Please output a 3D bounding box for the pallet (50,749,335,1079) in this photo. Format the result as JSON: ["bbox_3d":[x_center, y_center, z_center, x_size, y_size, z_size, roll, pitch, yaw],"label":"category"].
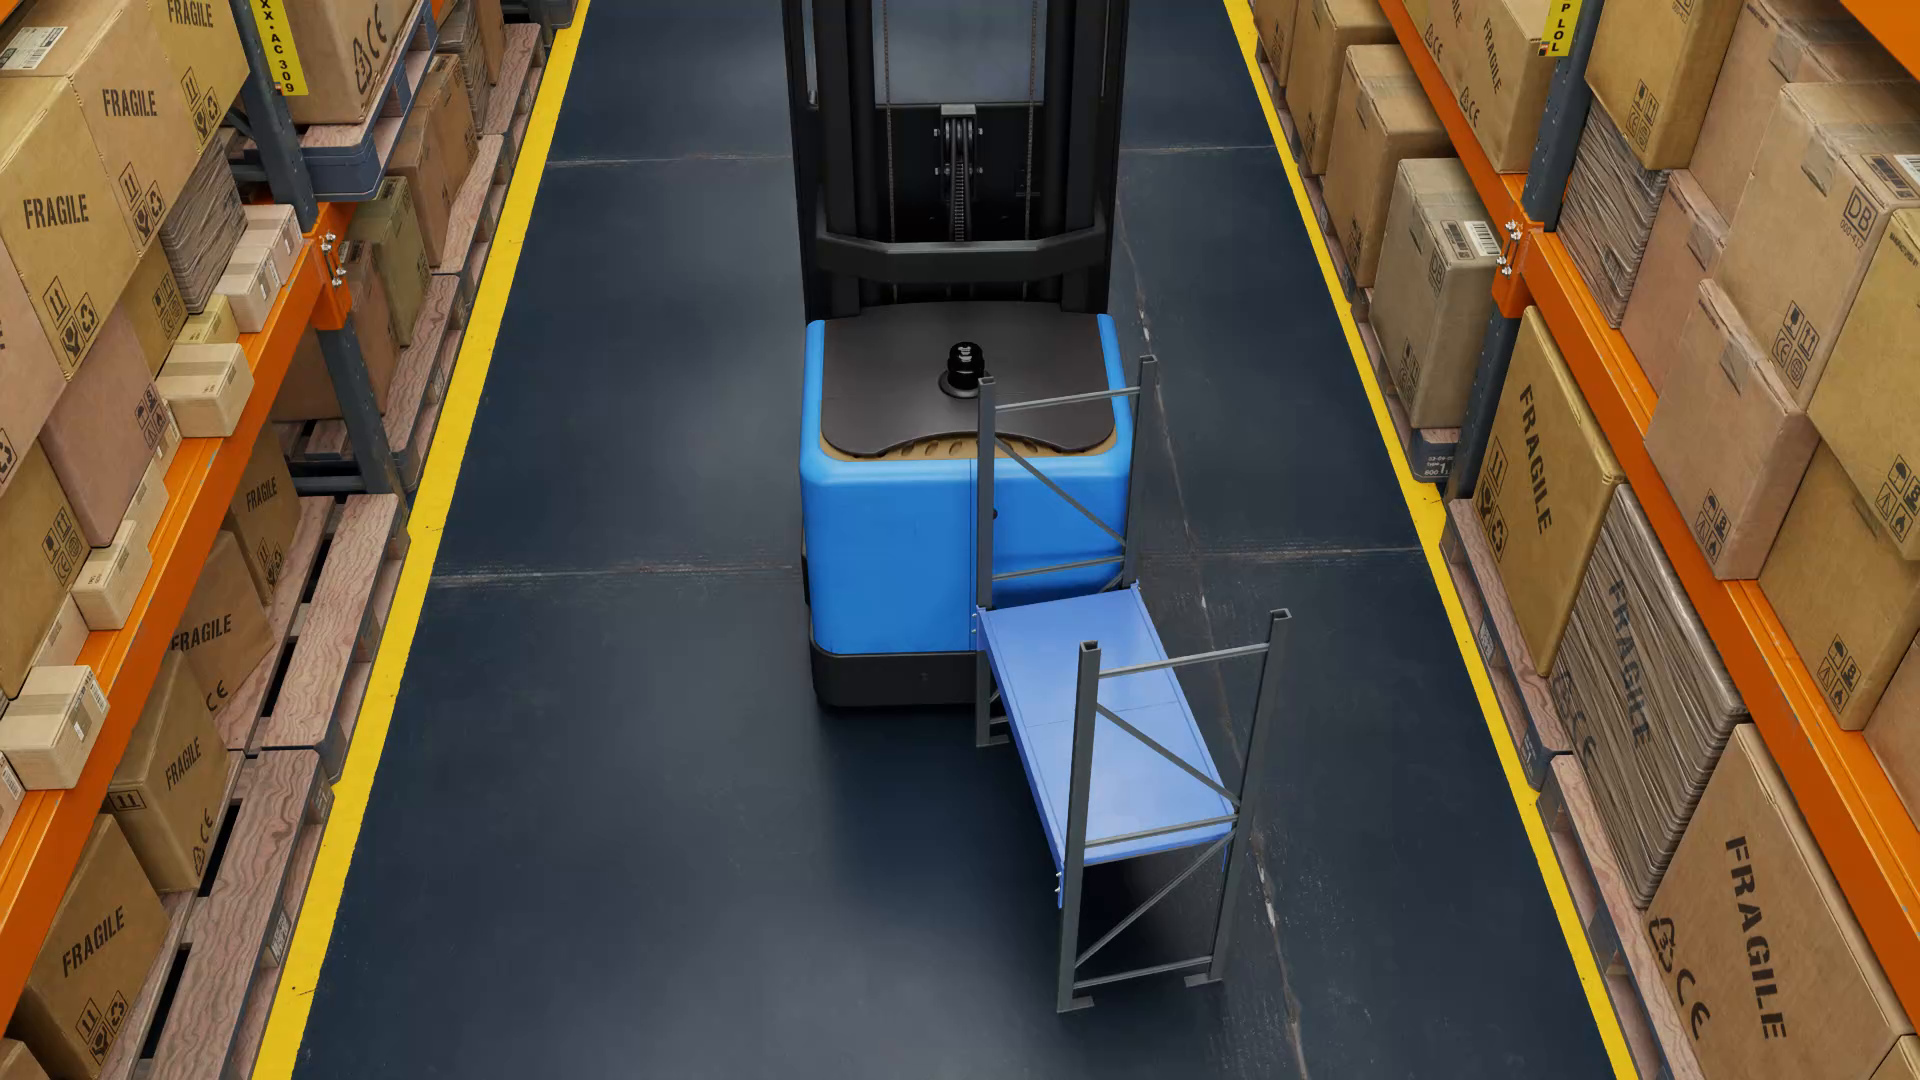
[{"bbox_3d":[-2.482,1.153,4.835,1.003,0.211,1.213,-2,43,-2],"label":"pallet"}]

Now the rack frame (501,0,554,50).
[{"bbox_3d":[-2.771,-3.853,8.234,1.000,3.000,0.127,-2,43,-2],"label":"rack frame"}]

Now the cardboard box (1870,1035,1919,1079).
[{"bbox_3d":[2.434,1.646,3.496,0.875,0.875,0.875,-1,43,-2],"label":"cardboard box"}]

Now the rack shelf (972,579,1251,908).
[{"bbox_3d":[0.407,0.556,4.800,0.538,0.185,1.000,-9,43,-9],"label":"rack shelf"}]

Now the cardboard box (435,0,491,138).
[{"bbox_3d":[-2.686,-2.268,8.029,0.700,0.500,0.500,-5,43,-5],"label":"cardboard box"}]

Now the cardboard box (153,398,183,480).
[{"bbox_3d":[-2.345,-0.246,4.484,0.380,0.149,0.250,-2,43,-2],"label":"cardboard box"}]

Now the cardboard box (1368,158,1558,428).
[{"bbox_3d":[2.243,-0.969,6.441,1.050,0.750,0.750,-2,43,-2],"label":"cardboard box"}]

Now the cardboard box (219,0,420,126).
[{"bbox_3d":[-2.495,-2.069,5.532,1.000,1.000,1.000,-1,43,-2],"label":"cardboard box"}]

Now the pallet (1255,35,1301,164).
[{"bbox_3d":[2.147,-2.365,8.674,1.003,0.211,1.213,-2,43,-2],"label":"pallet"}]

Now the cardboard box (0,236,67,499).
[{"bbox_3d":[-2.246,-0.359,3.388,0.500,0.500,0.500,-2,43,-2],"label":"cardboard box"}]

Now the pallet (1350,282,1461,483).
[{"bbox_3d":[2.251,-0.717,6.877,1.003,0.211,1.213,-2,43,-2],"label":"pallet"}]

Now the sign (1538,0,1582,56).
[{"bbox_3d":[1.817,-1.602,4.980,0.100,0.325,0.005,-2,43,-2],"label":"sign"}]

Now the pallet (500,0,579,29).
[{"bbox_3d":[-2.729,-3.359,9.759,1.003,0.211,1.213,-2,43,-2],"label":"pallet"}]

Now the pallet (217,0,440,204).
[{"bbox_3d":[-2.488,-1.602,5.920,1.003,0.211,1.213,-2,43,-2],"label":"pallet"}]

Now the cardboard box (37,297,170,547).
[{"bbox_3d":[-2.535,-0.320,4.085,0.875,0.500,0.500,-2,43,-2],"label":"cardboard box"}]

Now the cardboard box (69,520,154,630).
[{"bbox_3d":[-2.249,0.090,4.118,0.380,0.149,0.250,-2,43,-2],"label":"cardboard box"}]

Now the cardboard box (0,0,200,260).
[{"bbox_3d":[-2.284,-1.034,4.124,0.500,0.500,0.500,-2,43,-2],"label":"cardboard box"}]

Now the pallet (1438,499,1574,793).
[{"bbox_3d":[2.313,0.317,5.748,1.003,0.211,1.213,-2,43,-2],"label":"pallet"}]

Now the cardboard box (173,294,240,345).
[{"bbox_3d":[-2.346,-0.584,4.853,0.380,0.149,0.250,-2,43,-2],"label":"cardboard box"}]

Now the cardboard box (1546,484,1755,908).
[{"bbox_3d":[2.358,0.437,4.815,0.875,0.875,0.875,-1,43,-1],"label":"cardboard box"}]

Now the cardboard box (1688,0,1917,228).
[{"bbox_3d":[2.480,-1.062,4.279,0.875,0.550,0.550,-2,43,-2],"label":"cardboard box"}]

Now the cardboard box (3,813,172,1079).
[{"bbox_3d":[-2.508,1.067,4.406,0.500,0.500,0.500,2,43,2],"label":"cardboard box"}]

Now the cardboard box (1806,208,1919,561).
[{"bbox_3d":[2.396,-0.336,3.486,0.875,0.550,0.500,-2,43,-2],"label":"cardboard box"}]

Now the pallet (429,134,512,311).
[{"bbox_3d":[-2.690,-1.476,7.704,1.003,0.211,1.213,-2,43,-2],"label":"pallet"}]

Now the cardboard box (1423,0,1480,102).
[{"bbox_3d":[2.048,-1.949,6.083,0.500,0.500,0.500,-2,43,-2],"label":"cardboard box"}]

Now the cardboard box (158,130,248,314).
[{"bbox_3d":[-2.643,-0.994,4.820,0.875,0.500,0.500,-2,43,-2],"label":"cardboard box"}]

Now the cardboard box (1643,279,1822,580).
[{"bbox_3d":[2.338,-0.295,4.241,0.875,0.550,0.550,-2,43,-2],"label":"cardboard box"}]

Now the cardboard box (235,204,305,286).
[{"bbox_3d":[-2.298,-0.923,5.223,0.380,0.149,0.250,-2,43,-2],"label":"cardboard box"}]

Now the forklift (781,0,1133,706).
[{"bbox_3d":[-0.024,-1.506,5.724,1.130,2.935,3.031,-1,43,-2],"label":"forklift"}]

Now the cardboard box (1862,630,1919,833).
[{"bbox_3d":[2.524,0.417,3.464,0.875,0.550,0.550,-2,43,-2],"label":"cardboard box"}]

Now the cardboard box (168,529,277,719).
[{"bbox_3d":[-2.592,0.272,5.273,0.500,0.500,0.500,11,44,12],"label":"cardboard box"}]

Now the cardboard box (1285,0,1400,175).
[{"bbox_3d":[2.166,-2.249,7.838,1.050,0.750,0.750,-1,43,-1],"label":"cardboard box"}]

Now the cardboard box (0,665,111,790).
[{"bbox_3d":[-2.172,0.426,3.752,0.380,0.149,0.250,-2,43,-2],"label":"cardboard box"}]

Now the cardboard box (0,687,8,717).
[{"bbox_3d":[-2.546,0.356,3.347,0.875,0.500,0.500,-2,43,-2],"label":"cardboard box"}]

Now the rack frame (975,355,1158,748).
[{"bbox_3d":[0.296,0.088,5.044,0.500,1.500,0.032,-9,43,-9],"label":"rack frame"}]

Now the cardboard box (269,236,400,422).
[{"bbox_3d":[-2.605,-0.808,6.436,0.700,0.500,0.500,-5,43,-5],"label":"cardboard box"}]

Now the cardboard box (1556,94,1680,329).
[{"bbox_3d":[2.387,-1.033,5.046,0.875,0.550,0.550,-2,43,-2],"label":"cardboard box"}]

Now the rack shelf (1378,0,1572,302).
[{"bbox_3d":[2.274,-2.312,7.084,1.077,0.370,4.000,-2,43,-2],"label":"rack shelf"}]

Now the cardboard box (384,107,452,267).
[{"bbox_3d":[-2.631,-1.509,7.200,0.700,0.500,0.500,-5,43,-5],"label":"cardboard box"}]

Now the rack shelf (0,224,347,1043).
[{"bbox_3d":[-2.516,0.463,4.058,1.077,0.370,4.000,-2,43,-2],"label":"rack shelf"}]

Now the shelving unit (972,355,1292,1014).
[{"bbox_3d":[0.407,0.423,4.679,0.538,1.500,1.048,-9,43,-9],"label":"shelving unit"}]
